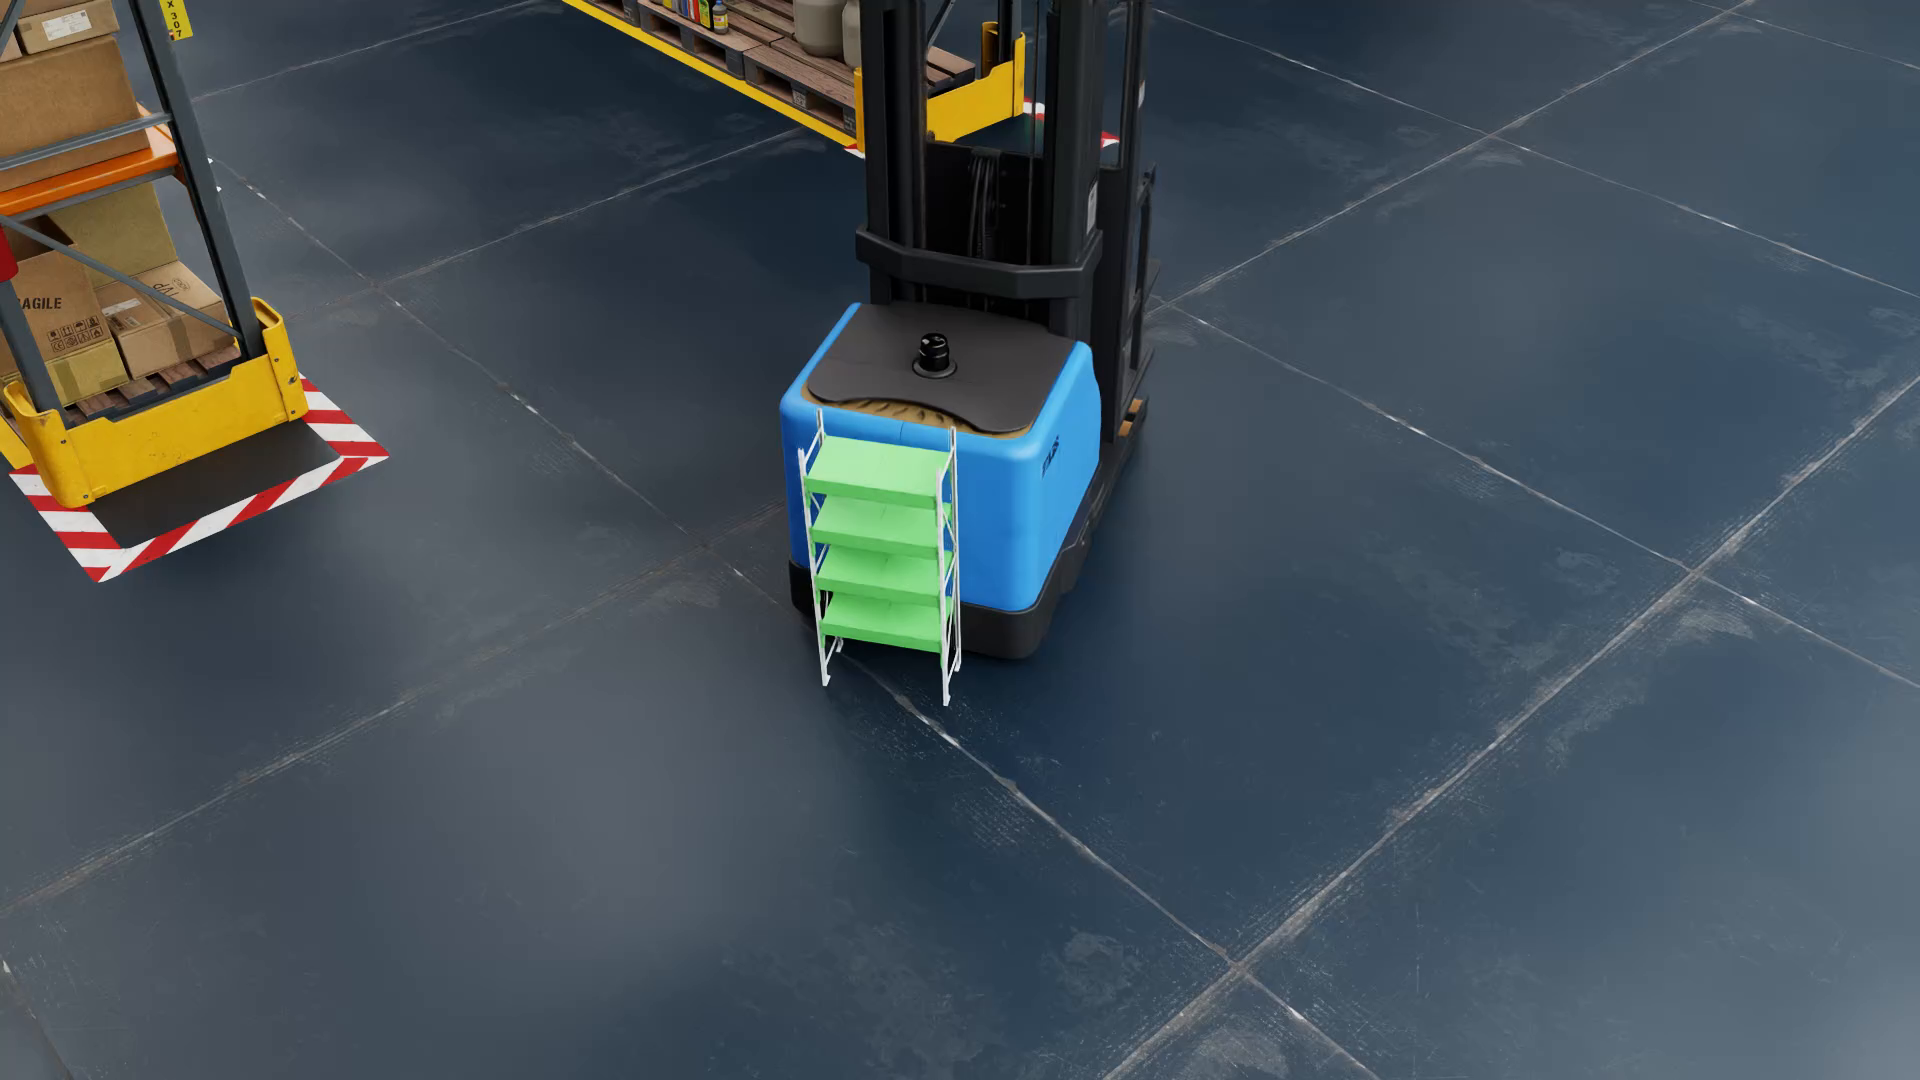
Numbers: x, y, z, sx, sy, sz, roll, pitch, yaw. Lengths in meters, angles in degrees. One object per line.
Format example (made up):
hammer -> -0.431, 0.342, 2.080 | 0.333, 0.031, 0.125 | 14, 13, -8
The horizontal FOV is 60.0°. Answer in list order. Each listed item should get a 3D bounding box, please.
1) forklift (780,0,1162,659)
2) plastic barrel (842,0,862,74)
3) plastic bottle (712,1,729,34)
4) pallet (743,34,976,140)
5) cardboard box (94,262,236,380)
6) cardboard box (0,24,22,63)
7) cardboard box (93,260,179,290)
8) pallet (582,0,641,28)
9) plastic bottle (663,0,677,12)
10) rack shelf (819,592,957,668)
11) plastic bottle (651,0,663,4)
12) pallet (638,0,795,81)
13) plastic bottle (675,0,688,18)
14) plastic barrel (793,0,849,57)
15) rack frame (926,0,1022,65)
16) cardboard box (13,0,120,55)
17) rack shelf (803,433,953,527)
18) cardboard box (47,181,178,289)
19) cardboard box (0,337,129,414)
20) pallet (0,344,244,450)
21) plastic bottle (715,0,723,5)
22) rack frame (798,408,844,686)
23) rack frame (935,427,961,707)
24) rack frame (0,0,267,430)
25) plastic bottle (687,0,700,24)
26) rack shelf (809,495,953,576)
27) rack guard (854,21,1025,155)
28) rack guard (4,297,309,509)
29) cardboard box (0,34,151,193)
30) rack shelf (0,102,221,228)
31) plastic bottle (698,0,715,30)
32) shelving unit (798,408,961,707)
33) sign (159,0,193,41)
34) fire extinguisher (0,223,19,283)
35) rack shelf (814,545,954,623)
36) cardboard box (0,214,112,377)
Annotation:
forklift -> 0.255, -1.602, 6.901 | 1.130, 2.935, 3.031 | 12, 40, 14
plastic barrel -> -0.529, -3.200, 10.470 | 0.421, 0.512, 0.421 | 0, 39, 0
plastic bottle -> -1.593, -3.478, 11.047 | 0.097, 0.201, 0.097 | 0, 39, 0
pallet -> -0.659, -3.041, 10.847 | 1.003, 0.211, 1.213 | -30, 48, -32
cardboard box -> -3.878, -1.065, 8.036 | 0.500, 0.250, 0.500 | -30, 48, -32
cardboard box -> -4.078, -2.016, 6.763 | 0.380, 0.149, 0.250 | -31, 48, -32
cardboard box -> -4.219, -1.295, 8.321 | 0.500, 0.250, 0.500 | -30, 48, -32
pallet -> -2.310, -4.170, 12.245 | 1.003, 0.211, 1.213 | -30, 48, -32
plastic bottle -> -1.952, -3.804, 11.331 | 0.144, 0.351, 0.185 | -28, 47, -30
rack shelf -> -0.272, 0.313, 6.377 | 0.480, 0.148, 0.258 | 8, 44, 10
plastic bottle -> -2.078, -3.890, 11.437 | 0.144, 0.351, 0.185 | -30, 48, -32
pallet -> -1.480, -3.605, 11.546 | 1.003, 0.211, 1.213 | -30, 48, -32
plastic bottle -> -1.837, -3.700, 11.261 | 0.152, 0.276, 0.135 | -31, 48, -33
plastic barrel -> -0.868, -3.432, 10.758 | 0.421, 0.512, 0.421 | 0, 39, 0
rack frame -> -0.028, -3.732, 9.484 | 1.000, 3.000, 0.127 | -30, 48, -32
cardboard box -> -3.786, -2.193, 6.983 | 0.380, 0.149, 0.250 | -30, 48, -32
rack shelf -> -0.284, -0.215, 5.888 | 0.480, 0.148, 0.258 | 8, 44, 10
cardboard box -> -4.217, -1.588, 8.086 | 0.500, 0.500, 0.500 | -30, 48, -32
cardboard box -> -4.259, -0.845, 7.763 | 0.500, 0.250, 0.500 | -30, 48, -32
pallet -> -4.227, -0.880, 8.172 | 1.003, 0.211, 1.213 | -30, 48, -32
plastic bottle -> -1.665, -3.684, 11.236 | 0.061, 0.283, 0.133 | -30, 48, -32
rack frame -> -0.514, 0.055, 6.214 | 0.015, 1.200, 0.240 | 8, 44, 10
rack frame -> -0.039, 0.125, 6.126 | 0.015, 1.200, 0.240 | 8, 44, 10
rack frame -> -3.679, -1.629, 6.880 | 1.000, 3.000, 0.127 | -30, 48, -32
plastic bottle -> -1.743, -3.636, 11.182 | 0.152, 0.276, 0.135 | -30, 47, -31
rack shelf -> -0.280, -0.039, 6.051 | 0.480, 0.148, 0.258 | 8, 44, 10
rack guard -> -0.114, -2.775, 10.288 | 1.175, 0.500, 0.348 | -30, 48, -32
rack guard -> -3.663, -0.645, 7.651 | 1.175, 0.500, 0.348 | -30, 48, -32
cardboard box -> -3.985, -1.889, 7.122 | 0.700, 0.500, 0.500 | -30, 48, -32
rack shelf -> -5.031, -2.275, 8.252 | 1.077, 0.370, 4.000 | -30, 48, -32
plastic bottle -> -1.685, -3.557, 11.078 | 0.061, 0.283, 0.133 | -29, 47, -31
shelving unit -> -0.277, 0.090, 6.170 | 0.503, 1.200, 0.258 | 8, 44, 10
sign -> -3.266, -2.230, 6.871 | 0.100, 0.325, 0.005 | -30, 48, -32
fire extinguisher -> -3.941, -1.347, 6.592 | 0.296, 0.674, 0.183 | -30, 48, -32
rack shelf -> -0.276, 0.137, 6.214 | 0.480, 0.148, 0.258 | 8, 44, 10
cardboard box -> -4.261, -1.136, 7.527 | 0.500, 0.500, 0.500 | -30, 48, -32
